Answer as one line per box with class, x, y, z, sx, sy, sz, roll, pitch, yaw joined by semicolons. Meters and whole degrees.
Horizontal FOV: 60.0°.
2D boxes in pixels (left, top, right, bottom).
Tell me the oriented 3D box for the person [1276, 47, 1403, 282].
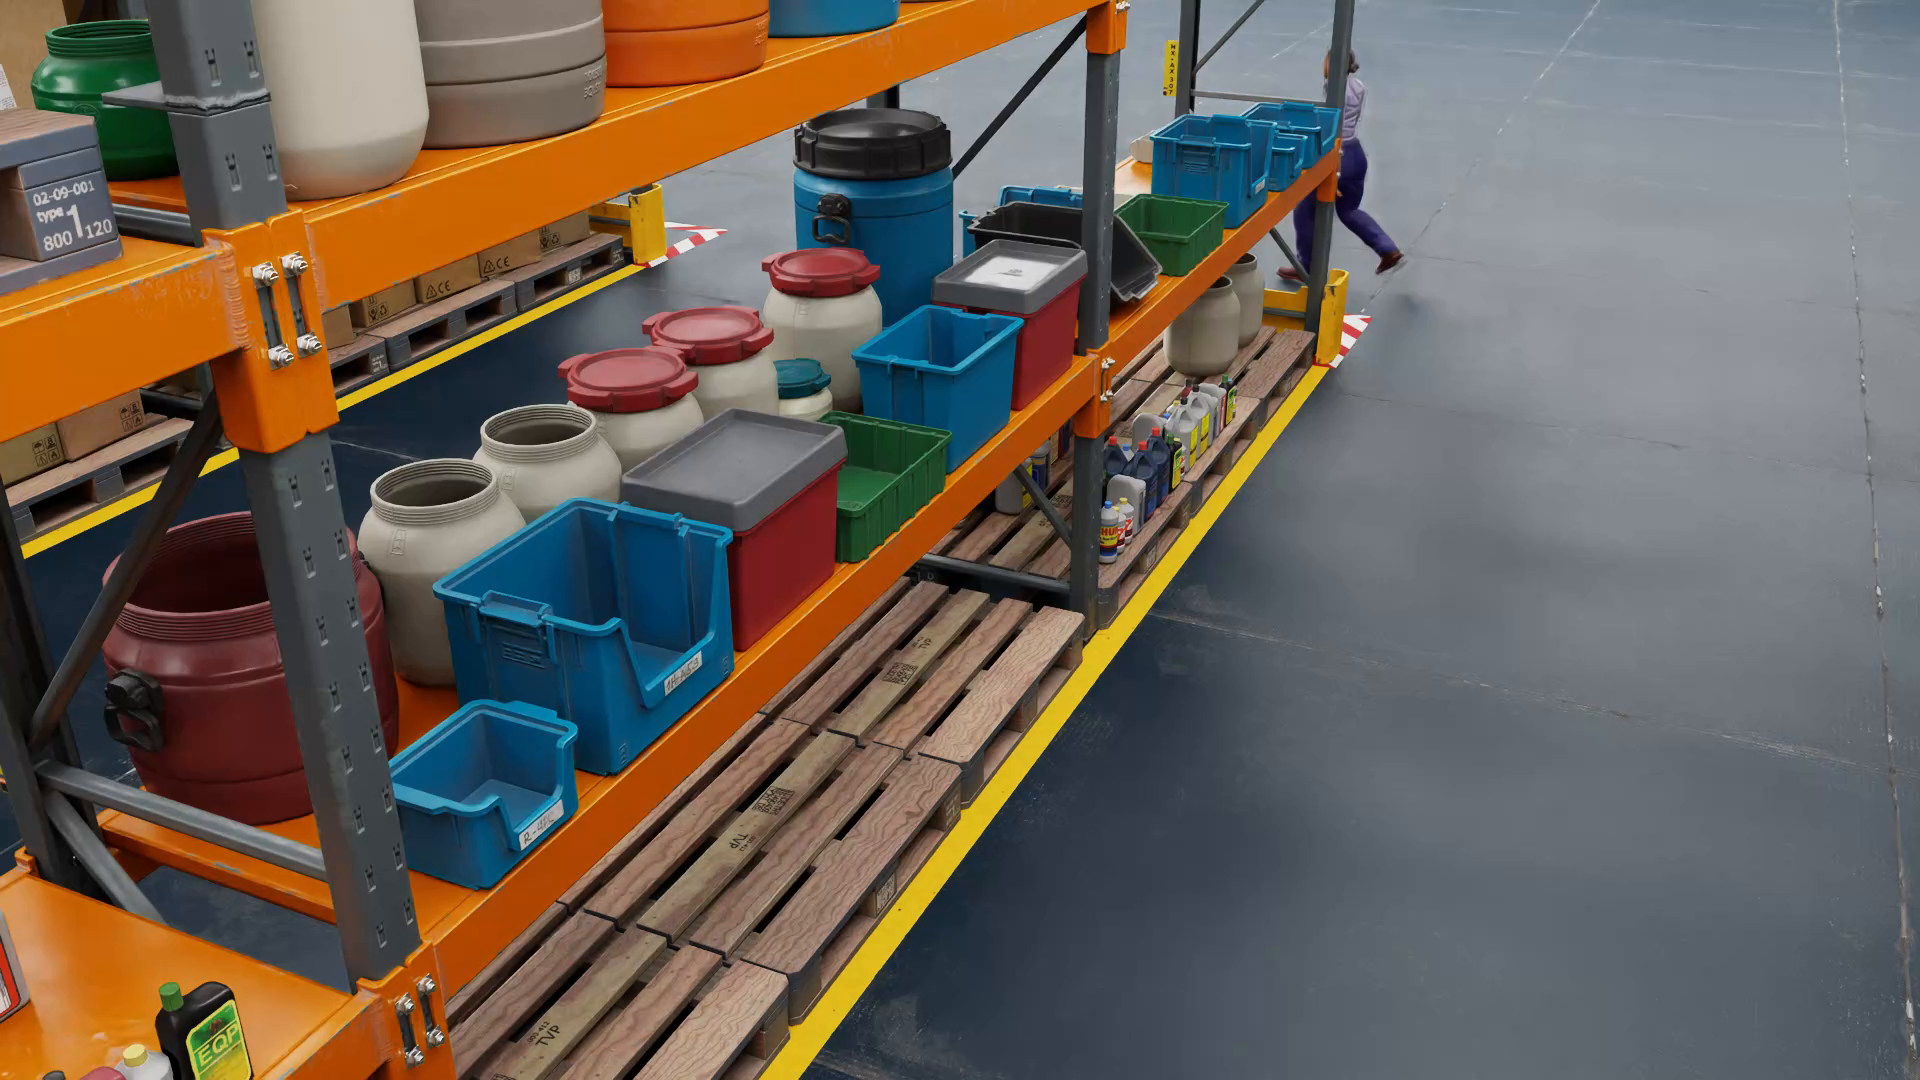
person;2.597;-2.510;11.191;0.836;1.621;0.545;20;33;35
